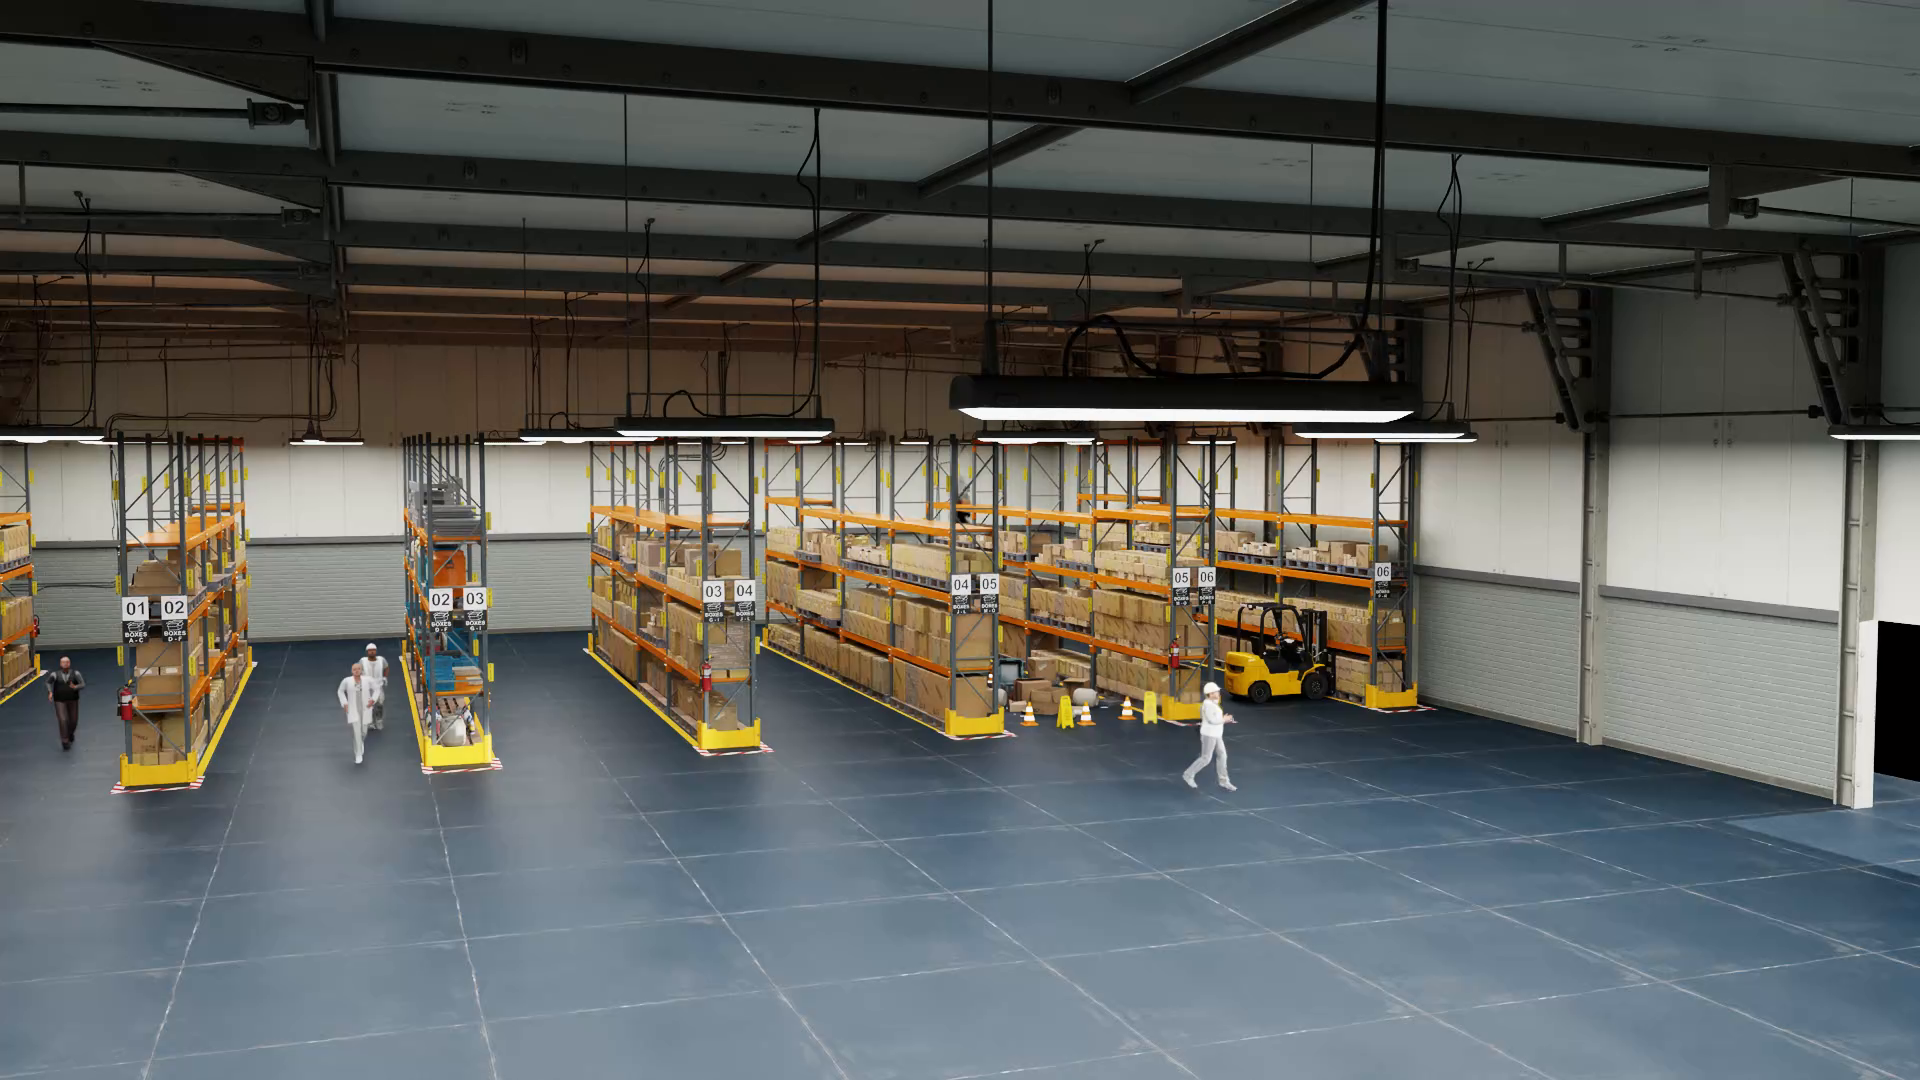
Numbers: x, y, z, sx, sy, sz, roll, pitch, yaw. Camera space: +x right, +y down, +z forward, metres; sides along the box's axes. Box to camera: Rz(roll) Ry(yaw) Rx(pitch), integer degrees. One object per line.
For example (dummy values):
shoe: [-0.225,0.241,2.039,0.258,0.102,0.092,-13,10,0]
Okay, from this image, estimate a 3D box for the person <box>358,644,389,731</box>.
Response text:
person: [-11.838,2.976,33.567,0.645,1.770,0.684,-1,3,-24]

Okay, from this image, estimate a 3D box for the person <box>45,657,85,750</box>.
person: [-17.039,3.122,31.706,0.659,1.624,0.968,-2,4,-34]

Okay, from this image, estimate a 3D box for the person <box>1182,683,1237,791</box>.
person: [4.168,3.276,27.734,0.894,1.800,0.674,1,3,18]

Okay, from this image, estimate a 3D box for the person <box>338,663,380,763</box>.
person: [-11.039,3.153,30.557,0.733,1.806,0.853,-1,3,-23]

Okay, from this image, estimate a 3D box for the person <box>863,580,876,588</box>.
person: [-2.592,1.921,47.193,0.699,1.804,0.919,-2,4,-27]
